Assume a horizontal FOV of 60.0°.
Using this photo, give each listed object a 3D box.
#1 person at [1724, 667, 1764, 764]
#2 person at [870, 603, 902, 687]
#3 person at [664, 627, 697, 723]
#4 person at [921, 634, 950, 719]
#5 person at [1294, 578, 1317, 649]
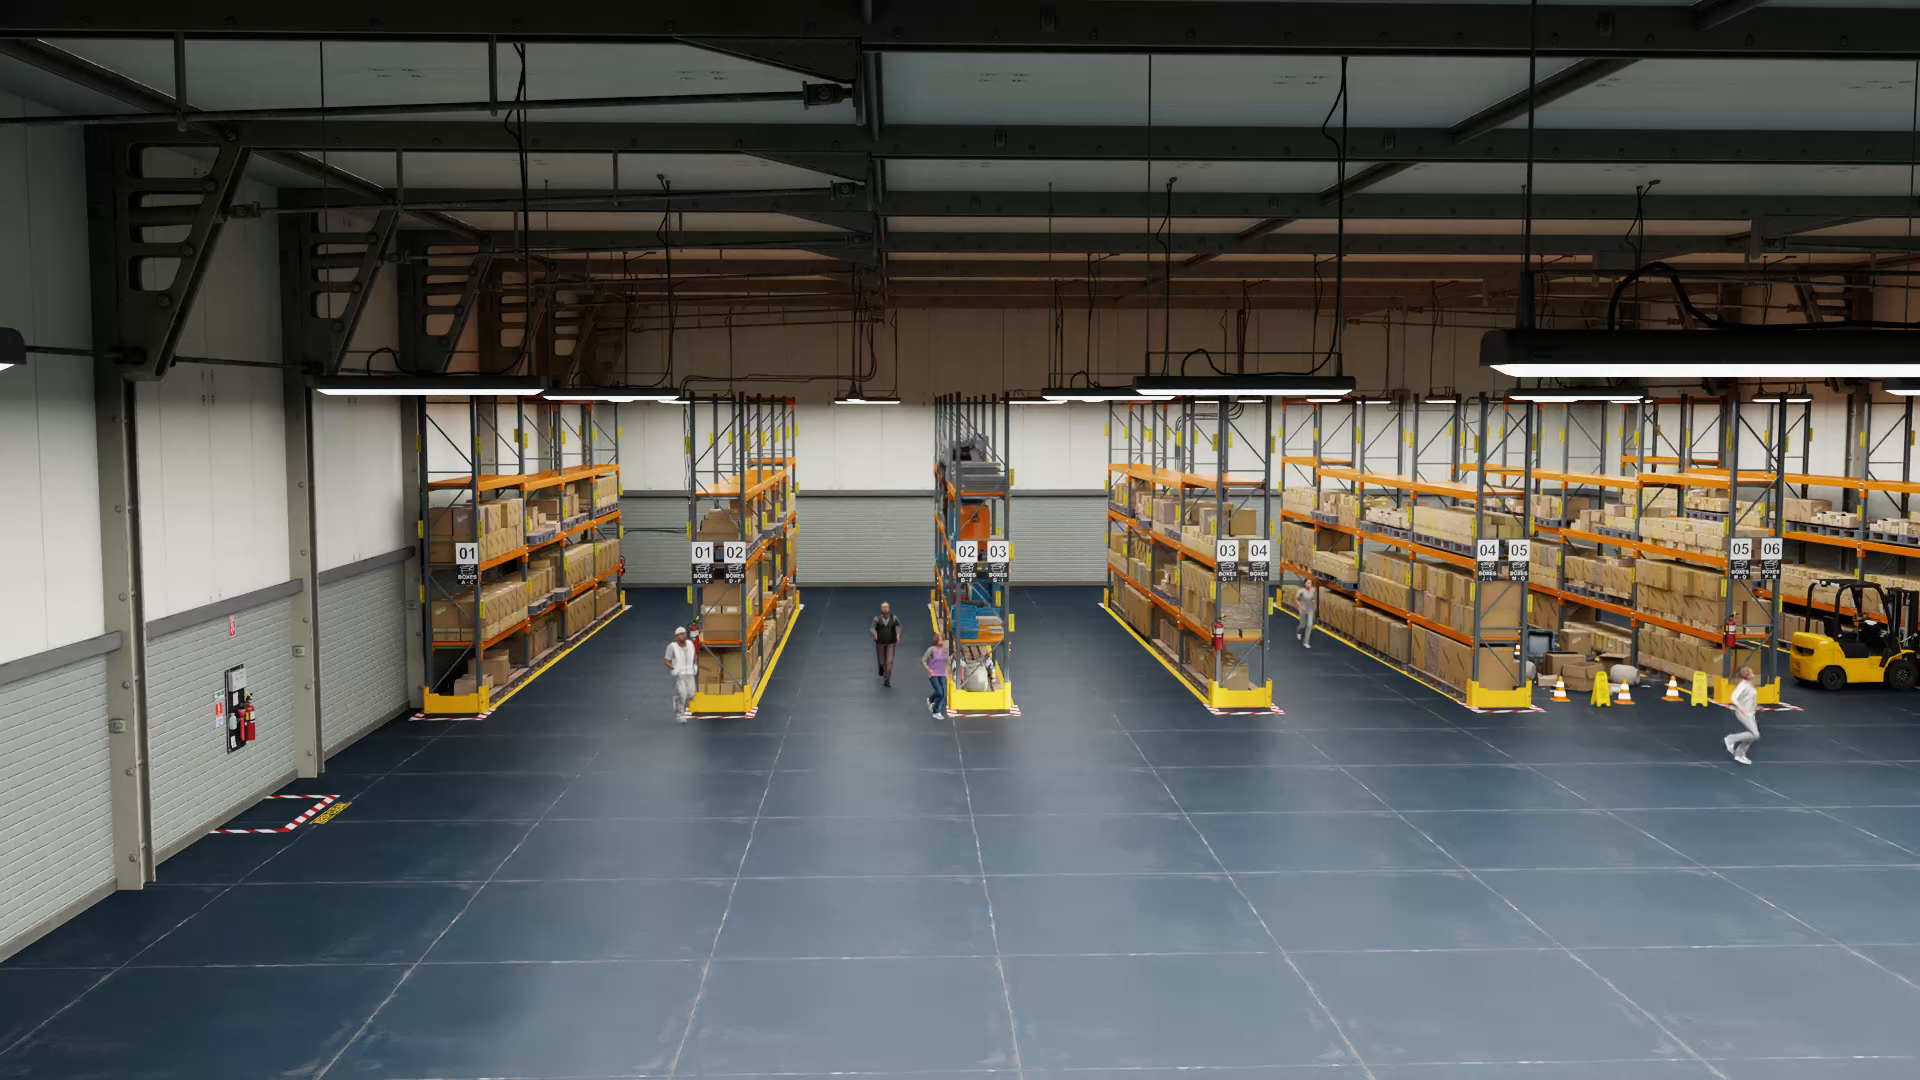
[{"bbox_3d":[12.636,2.818,26.779,0.541,1.565,0.547,4,6,41],"label":"person"},{"bbox_3d":[-1.518,2.143,34.293,0.677,1.691,0.875,0,5,-4],"label":"person"},{"bbox_3d":[-5.059,2.437,30.203,0.686,1.744,0.678,-4,6,-38],"label":"person"},{"bbox_3d":[-0.416,2.510,30.564,0.570,1.569,0.493,-3,5,-32],"label":"person"},{"bbox_3d":[8.283,1.723,39.808,0.589,1.658,0.879,-1,5,-8],"label":"person"}]
